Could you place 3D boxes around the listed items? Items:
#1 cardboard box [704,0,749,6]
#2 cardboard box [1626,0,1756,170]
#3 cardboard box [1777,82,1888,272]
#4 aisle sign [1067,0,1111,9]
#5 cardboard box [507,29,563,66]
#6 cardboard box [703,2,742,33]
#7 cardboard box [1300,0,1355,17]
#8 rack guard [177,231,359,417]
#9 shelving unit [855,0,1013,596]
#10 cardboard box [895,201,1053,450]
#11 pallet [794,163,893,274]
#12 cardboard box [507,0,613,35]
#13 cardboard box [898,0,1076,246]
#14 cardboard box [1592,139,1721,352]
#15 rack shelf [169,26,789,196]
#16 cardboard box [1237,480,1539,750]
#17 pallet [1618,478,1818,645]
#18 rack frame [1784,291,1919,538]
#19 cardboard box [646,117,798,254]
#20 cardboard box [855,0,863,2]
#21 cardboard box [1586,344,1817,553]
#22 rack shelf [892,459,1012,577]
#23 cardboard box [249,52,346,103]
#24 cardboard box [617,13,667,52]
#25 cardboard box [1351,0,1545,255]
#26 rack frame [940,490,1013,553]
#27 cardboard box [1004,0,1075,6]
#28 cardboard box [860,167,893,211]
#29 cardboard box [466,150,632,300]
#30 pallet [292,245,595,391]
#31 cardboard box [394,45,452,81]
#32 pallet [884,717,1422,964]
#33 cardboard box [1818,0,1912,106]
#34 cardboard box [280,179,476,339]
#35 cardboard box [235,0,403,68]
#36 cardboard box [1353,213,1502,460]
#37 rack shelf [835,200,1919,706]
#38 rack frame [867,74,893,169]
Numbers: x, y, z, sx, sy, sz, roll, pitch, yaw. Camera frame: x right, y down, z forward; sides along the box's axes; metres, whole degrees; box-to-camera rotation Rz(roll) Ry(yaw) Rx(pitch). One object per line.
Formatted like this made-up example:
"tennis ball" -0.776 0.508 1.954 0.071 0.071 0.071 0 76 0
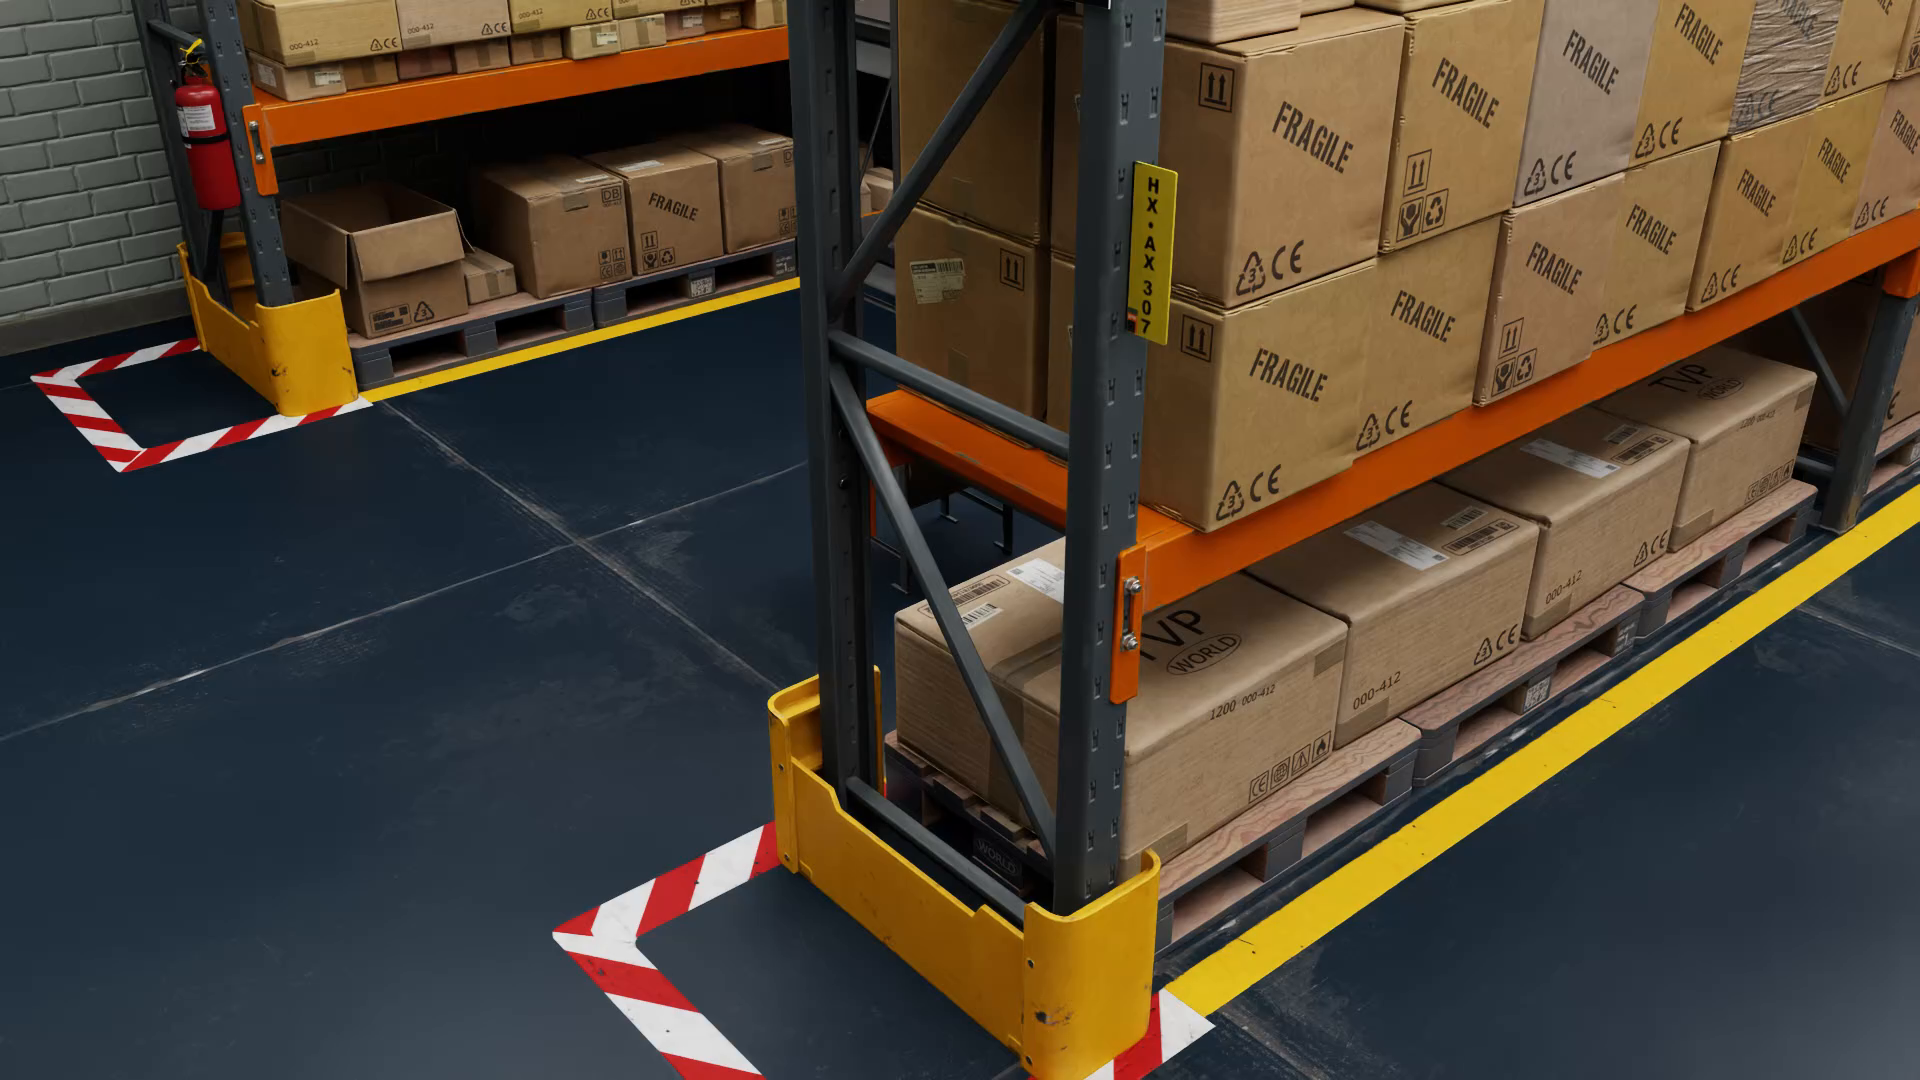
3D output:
"cardboard box" -1.176 -2.824 8.195 0.500 0.250 0.500 -22 35 -35
"cardboard box" 1.698 -1.310 4.351 0.500 0.500 0.500 -22 35 -35
"cardboard box" 2.463 -1.181 5.171 0.500 0.500 0.500 -23 36 -36
"aisle sign" 0.128 -1.327 2.792 0.004 0.787 0.394 -22 35 -35
"cardboard box" -2.031 -2.302 7.642 0.250 0.149 0.380 -21 35 -34
"cardboard box" -1.294 -2.636 8.267 0.250 0.149 0.380 -21 35 -34
"cardboard box" 0.597 -1.192 3.444 0.250 0.149 0.380 -21 35 -34
"rack guard" -3.172 -1.006 7.601 0.348 0.500 1.175 -22 35 -35
"shelving unit" -0.126 -0.875 5.660 0.503 2.100 0.431 -22 35 -35
"cardboard box" 0.190 -0.593 4.071 0.500 0.500 0.500 -22 35 -35
"pallet" -0.710 -1.869 9.523 1.213 0.211 1.003 -22 35 -35
"cardboard box" -1.943 -2.503 7.594 0.500 0.250 0.500 -23 36 -36
"cardboard box" 0.207 -1.024 3.817 0.500 0.500 0.500 -21 34 -33
"cardboard box" 1.681 -0.867 4.584 0.500 0.500 0.500 -21 34 -33
"rack shelf" -1.709 -2.379 8.283 4.000 0.370 1.077 -22 35 -35
"cardboard box" 1.122 0.118 5.120 0.875 0.438 0.875 -21 34 -34
"pallet" 2.408 -0.095 6.205 1.213 0.211 1.003 -22 35 -35
"rack frame" 3.037 -1.530 5.930 0.127 3.000 1.000 -22 35 -35
"cardboard box" -1.238 -1.886 8.803 0.500 0.500 0.700 -23 36 -37
"cardboard box" -0.632 -2.834 8.637 0.250 0.149 0.380 -21 34 -34
"cardboard box" 2.490 -0.431 6.148 0.875 0.438 0.875 -22 35 -36
"rack shelf" -0.126 -0.246 5.997 0.480 0.518 0.431 -22 35 -35
"cardboard box" -2.802 -1.976 7.032 0.250 0.149 0.380 -22 35 -35
"cardboard box" -1.603 -2.440 7.900 0.250 0.149 0.380 -21 35 -34
"cardboard box" 0.933 -0.997 3.765 0.500 0.500 0.500 -23 36 -36
"rack frame" 0.060 -0.950 5.800 0.015 2.100 0.400 -22 35 -35
"cardboard box" 0.137 -1.259 3.568 0.250 0.149 0.380 -21 35 -34
"cardboard box" -0.420 -1.961 9.315 0.250 0.149 0.380 -23 36 -36
"cardboard box" -2.028 -1.568 8.209 0.500 0.500 0.700 -20 34 -33
"pallet" -2.566 -1.122 8.126 1.213 0.211 1.003 -22 35 -35
"cardboard box" -2.461 -2.163 7.382 0.250 0.149 0.380 -22 35 -36
"pallet" 0.552 0.651 4.808 1.213 0.211 1.003 -22 35 -35
"cardboard box" 2.466 -1.619 4.931 0.500 0.500 0.500 -22 35 -36
"cardboard box" -2.703 -1.322 7.745 0.637 0.503 0.797 -24 36 -37
"cardboard box" -2.710 -2.192 7.013 0.500 0.250 0.500 -22 35 -35
"cardboard box" 0.913 -0.559 4.007 0.500 0.500 0.500 -22 35 -36
"rack shelf" 1.516 -0.601 4.955 4.000 0.370 1.077 -22 35 -35
"rack frame" -0.187 -3.308 9.258 0.127 3.000 1.000 -22 35 -35
